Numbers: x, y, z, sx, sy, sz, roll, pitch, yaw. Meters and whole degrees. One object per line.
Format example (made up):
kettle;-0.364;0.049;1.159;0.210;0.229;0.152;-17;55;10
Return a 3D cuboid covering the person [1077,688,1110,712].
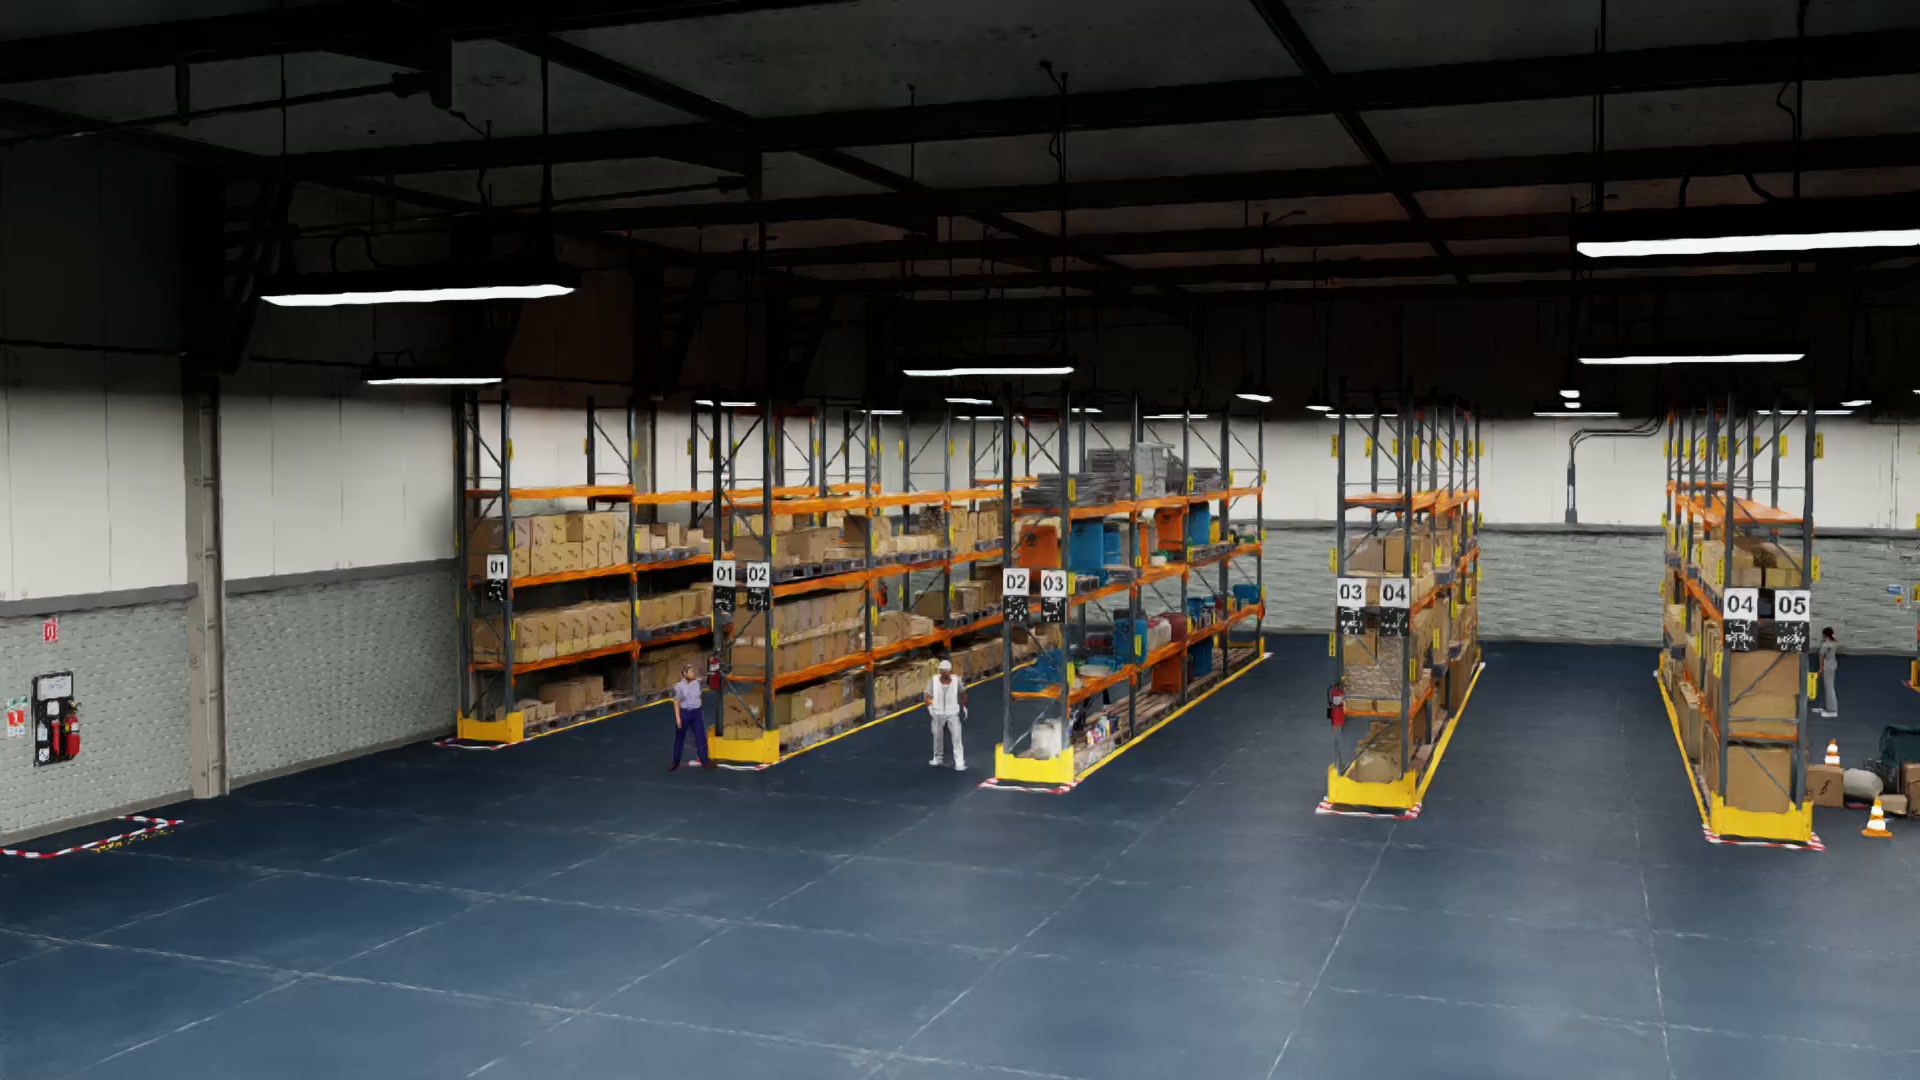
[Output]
person;2.576;2.496;31.544;0.410;1.501;0.947;2;4;30

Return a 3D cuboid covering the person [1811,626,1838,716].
person;16.203;2.436;31.127;0.562;1.668;0.569;-3;4;-40

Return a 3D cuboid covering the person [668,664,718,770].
person;-4.193;2.751;25.890;0.700;1.626;0.526;-3;4;-40

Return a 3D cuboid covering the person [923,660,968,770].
person;-0.216;2.705;25.985;0.703;1.718;0.843;0;3;5
